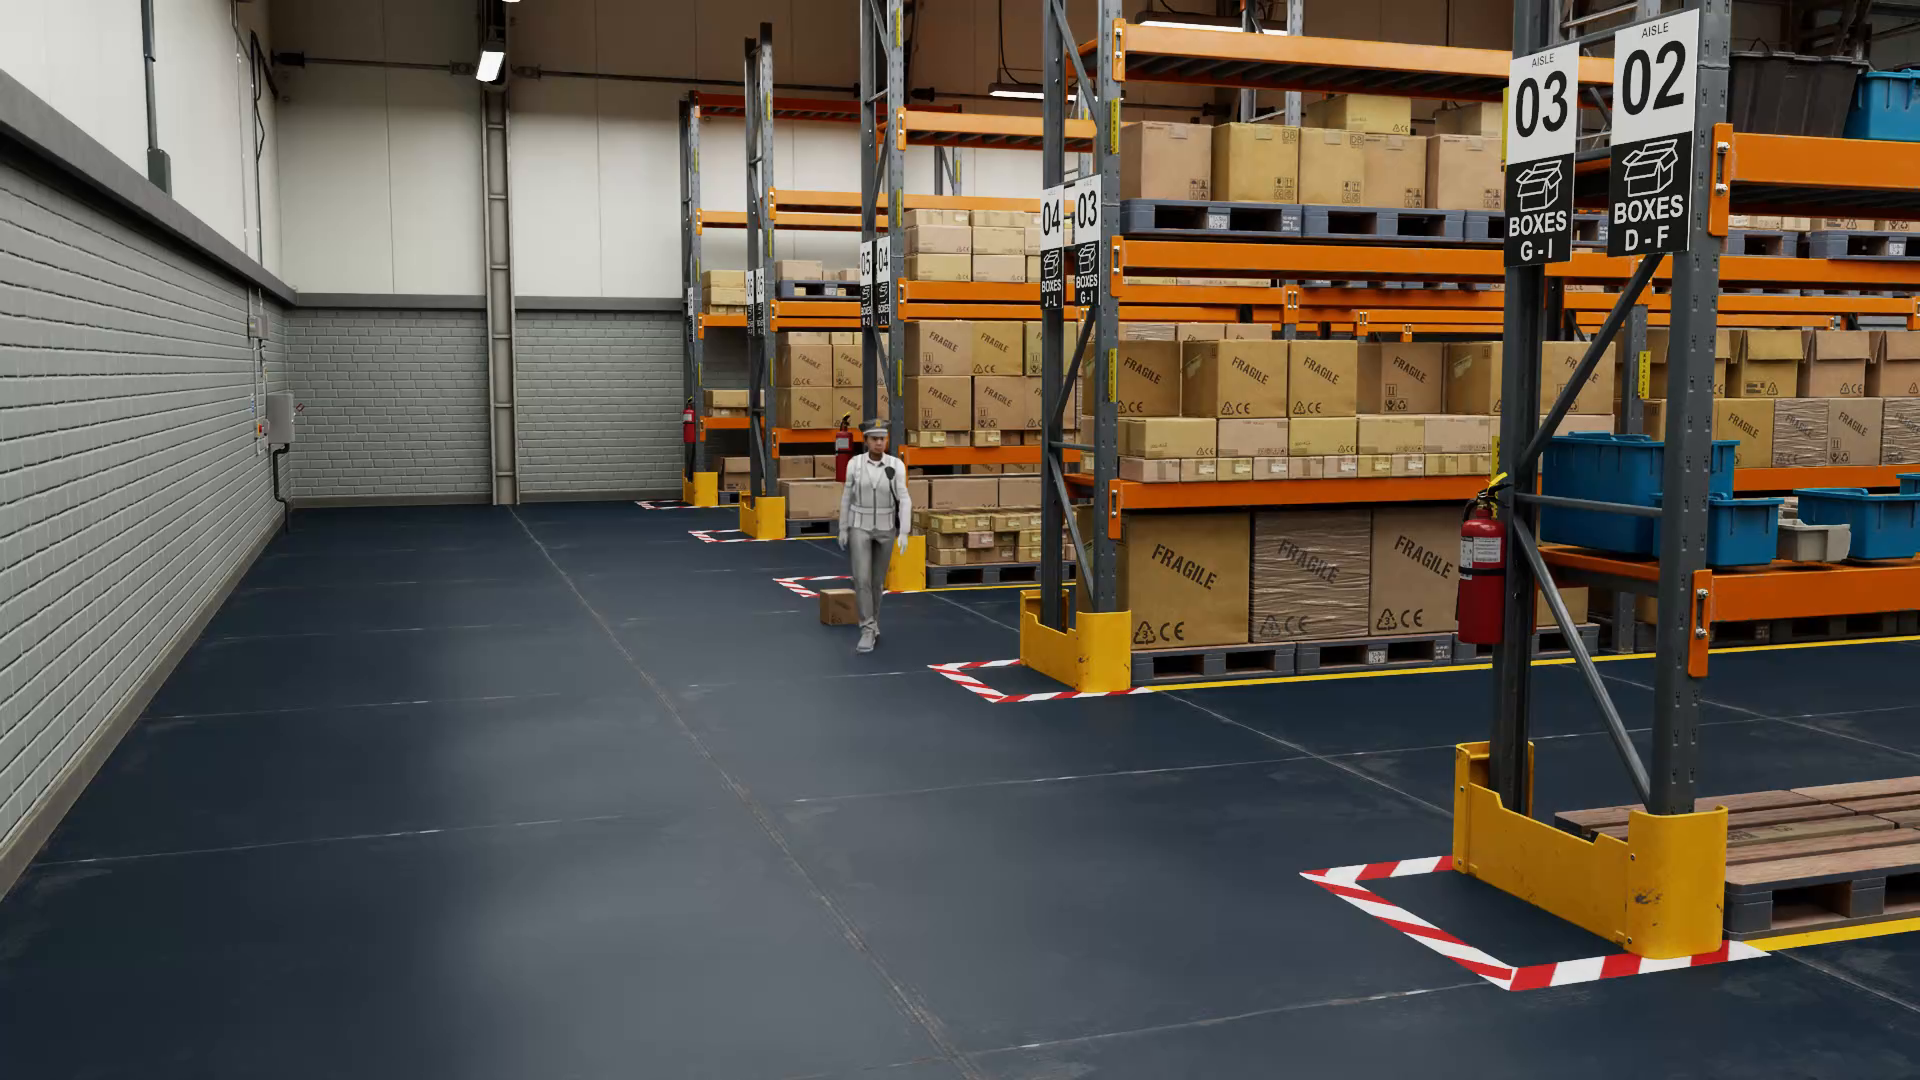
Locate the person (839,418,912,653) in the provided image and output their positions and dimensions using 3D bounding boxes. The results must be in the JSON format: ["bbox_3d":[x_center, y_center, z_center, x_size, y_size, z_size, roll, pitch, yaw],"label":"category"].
[{"bbox_3d":[-0.604,-0.066,12.059,0.509,1.638,0.892,-1,6,-12],"label":"person"}]
